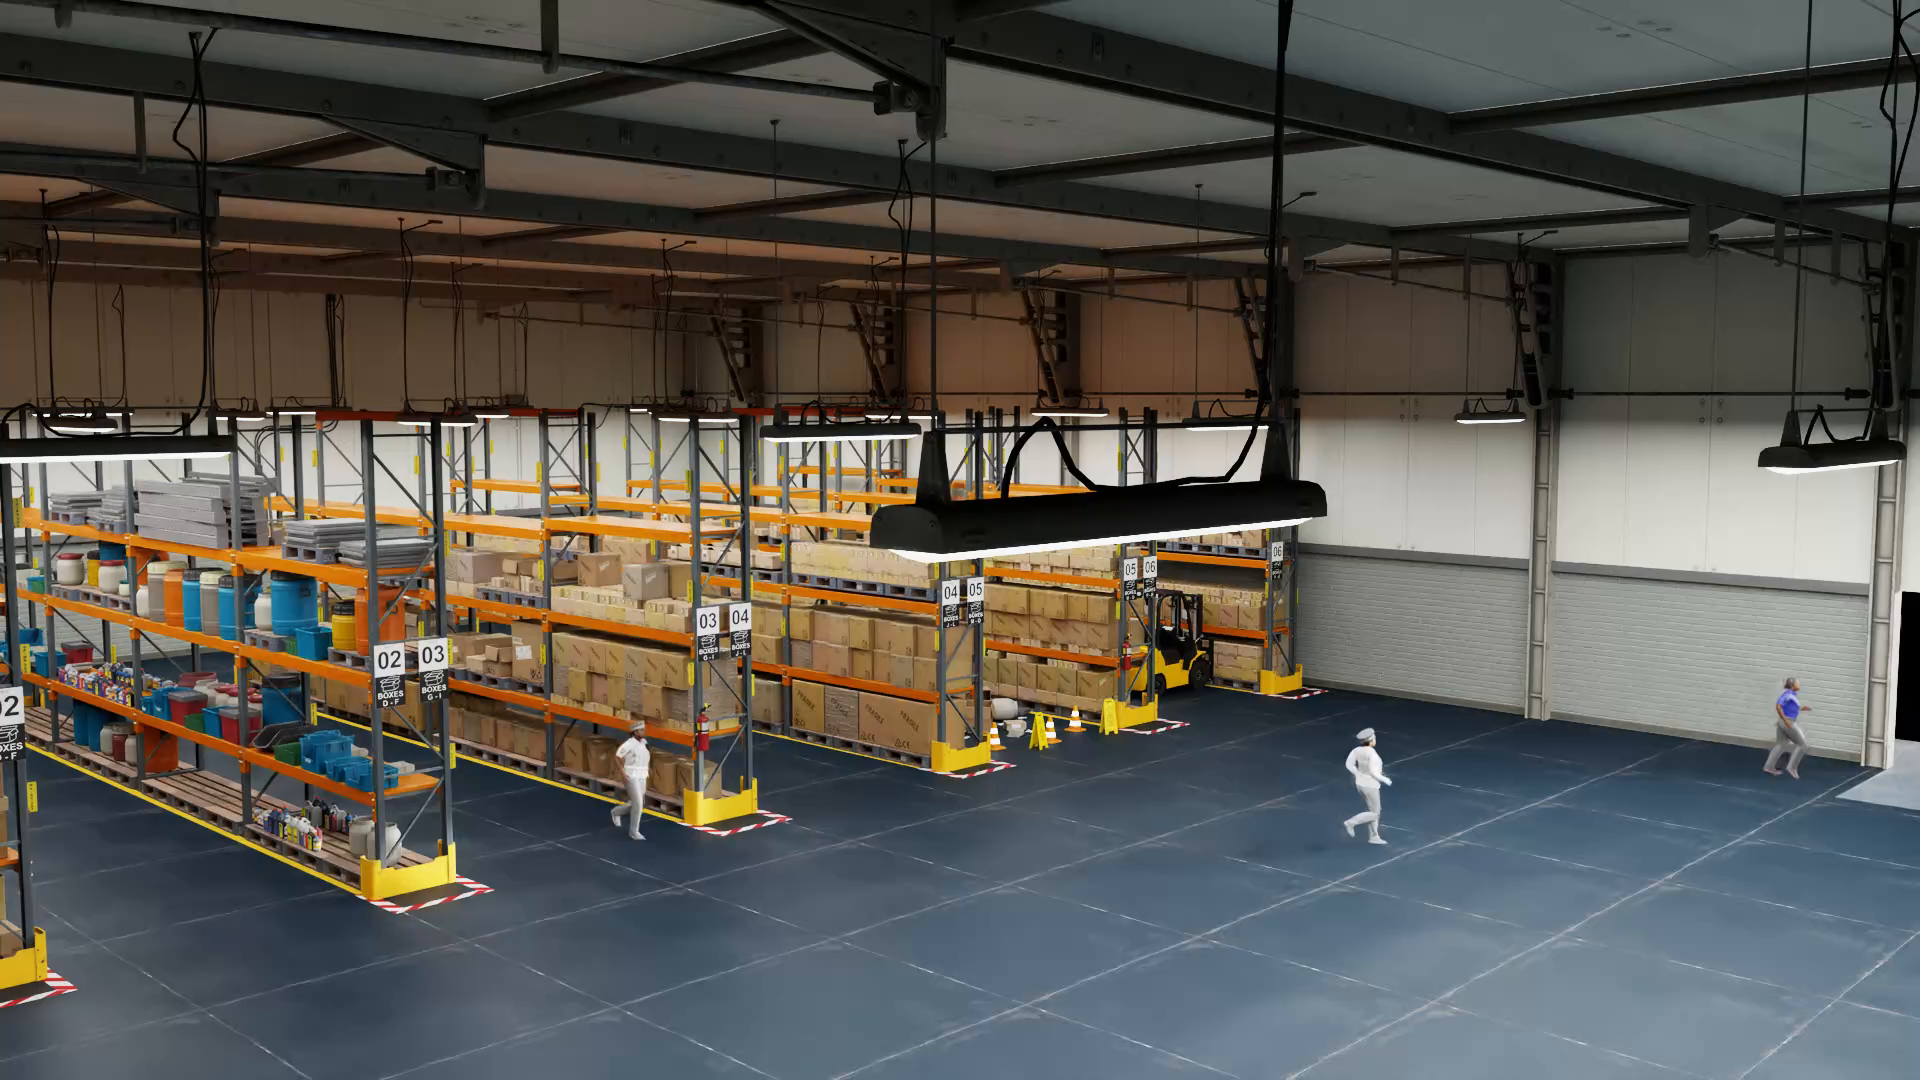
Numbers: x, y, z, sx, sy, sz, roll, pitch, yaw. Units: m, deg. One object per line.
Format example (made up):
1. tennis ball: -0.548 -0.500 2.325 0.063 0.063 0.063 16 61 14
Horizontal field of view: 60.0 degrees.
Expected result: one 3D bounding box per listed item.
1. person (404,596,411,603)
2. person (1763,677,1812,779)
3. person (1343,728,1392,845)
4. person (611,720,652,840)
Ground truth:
1. person: -12.808 2.105 38.216 0.767 1.729 0.870 -1 5 -13
2. person: 13.650 3.103 27.402 0.725 1.708 0.546 1 5 12
3. person: 5.650 3.457 23.226 0.747 1.682 0.617 -2 5 -20
4. person: -4.698 3.416 23.868 0.737 1.670 0.614 3 6 31
